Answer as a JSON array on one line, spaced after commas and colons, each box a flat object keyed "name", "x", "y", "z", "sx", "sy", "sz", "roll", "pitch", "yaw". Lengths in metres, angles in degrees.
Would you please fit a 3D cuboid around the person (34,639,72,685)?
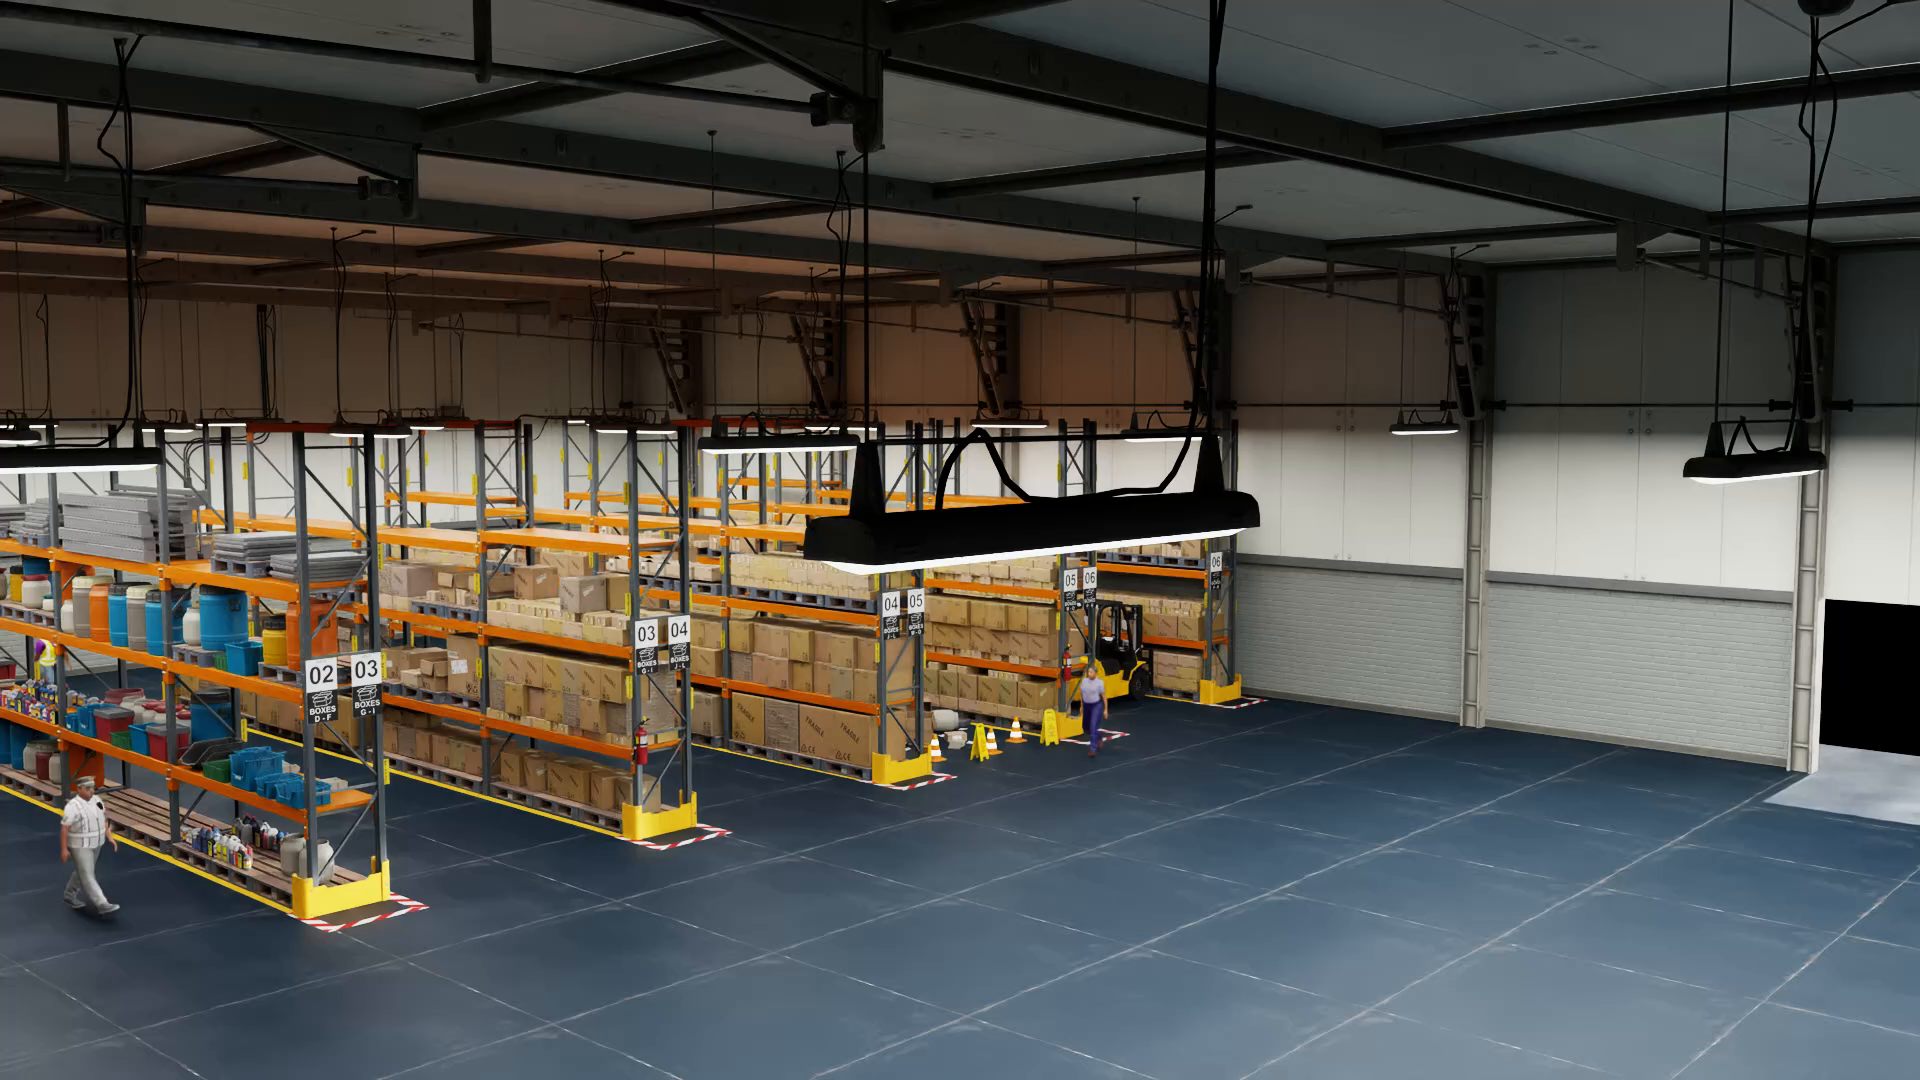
[{"name": "person", "x": -18.983, "y": 2.612, "z": 34.797, "sx": 1.092, "sy": 1.698, "sz": 0.660, "roll": 3, "pitch": 6, "yaw": 37}]

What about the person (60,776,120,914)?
[{"name": "person", "x": -10.770, "y": 3.765, "z": 20.630, "sx": 1.080, "sy": 1.707, "sz": 0.571, "roll": 1, "pitch": 5, "yaw": 13}]

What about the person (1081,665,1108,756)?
[{"name": "person", "x": 2.456, "y": 3.089, "z": 30.165, "sx": 0.570, "sy": 1.553, "sz": 0.773, "roll": 4, "pitch": 6, "yaw": 41}]
